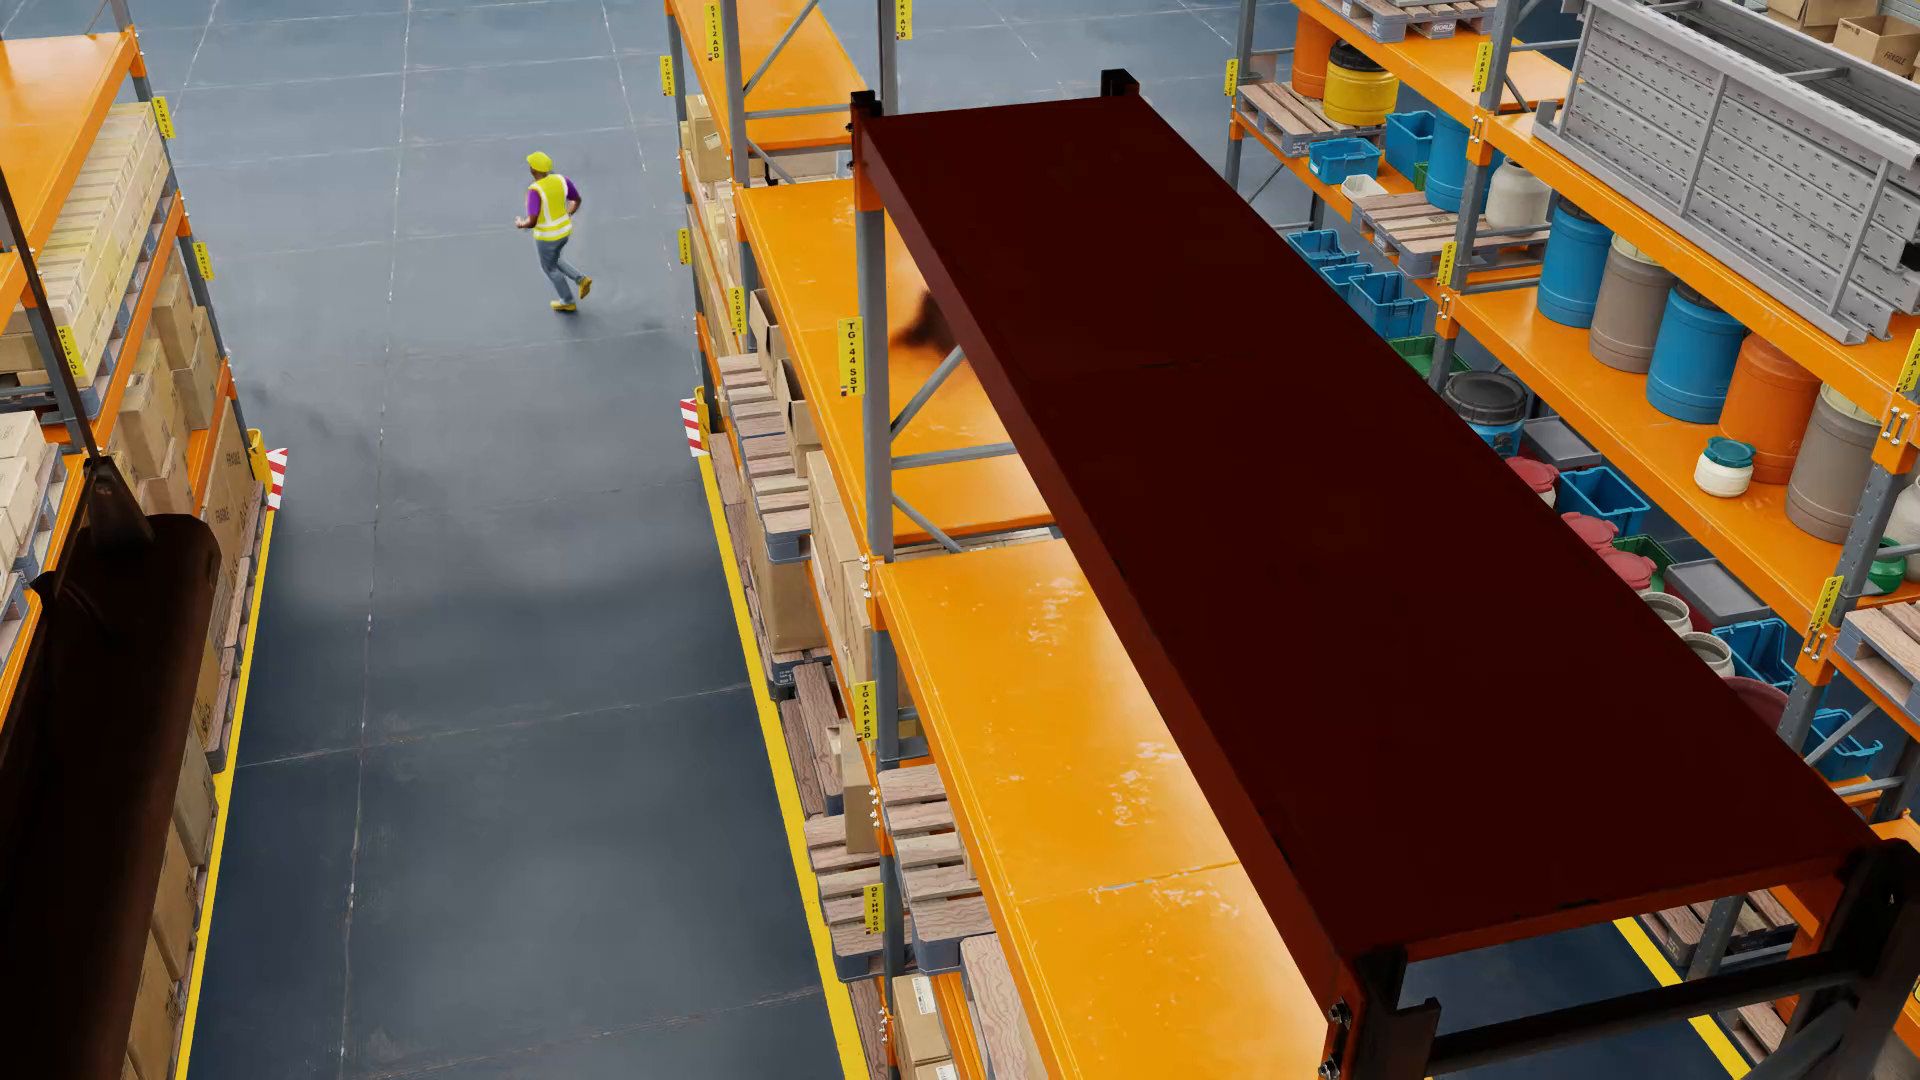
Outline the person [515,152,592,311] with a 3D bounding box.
[{"bbox_3d":[-4.240,-3.177,17.209,0.614,1.731,0.686,16,37,21],"label":"person"}]
